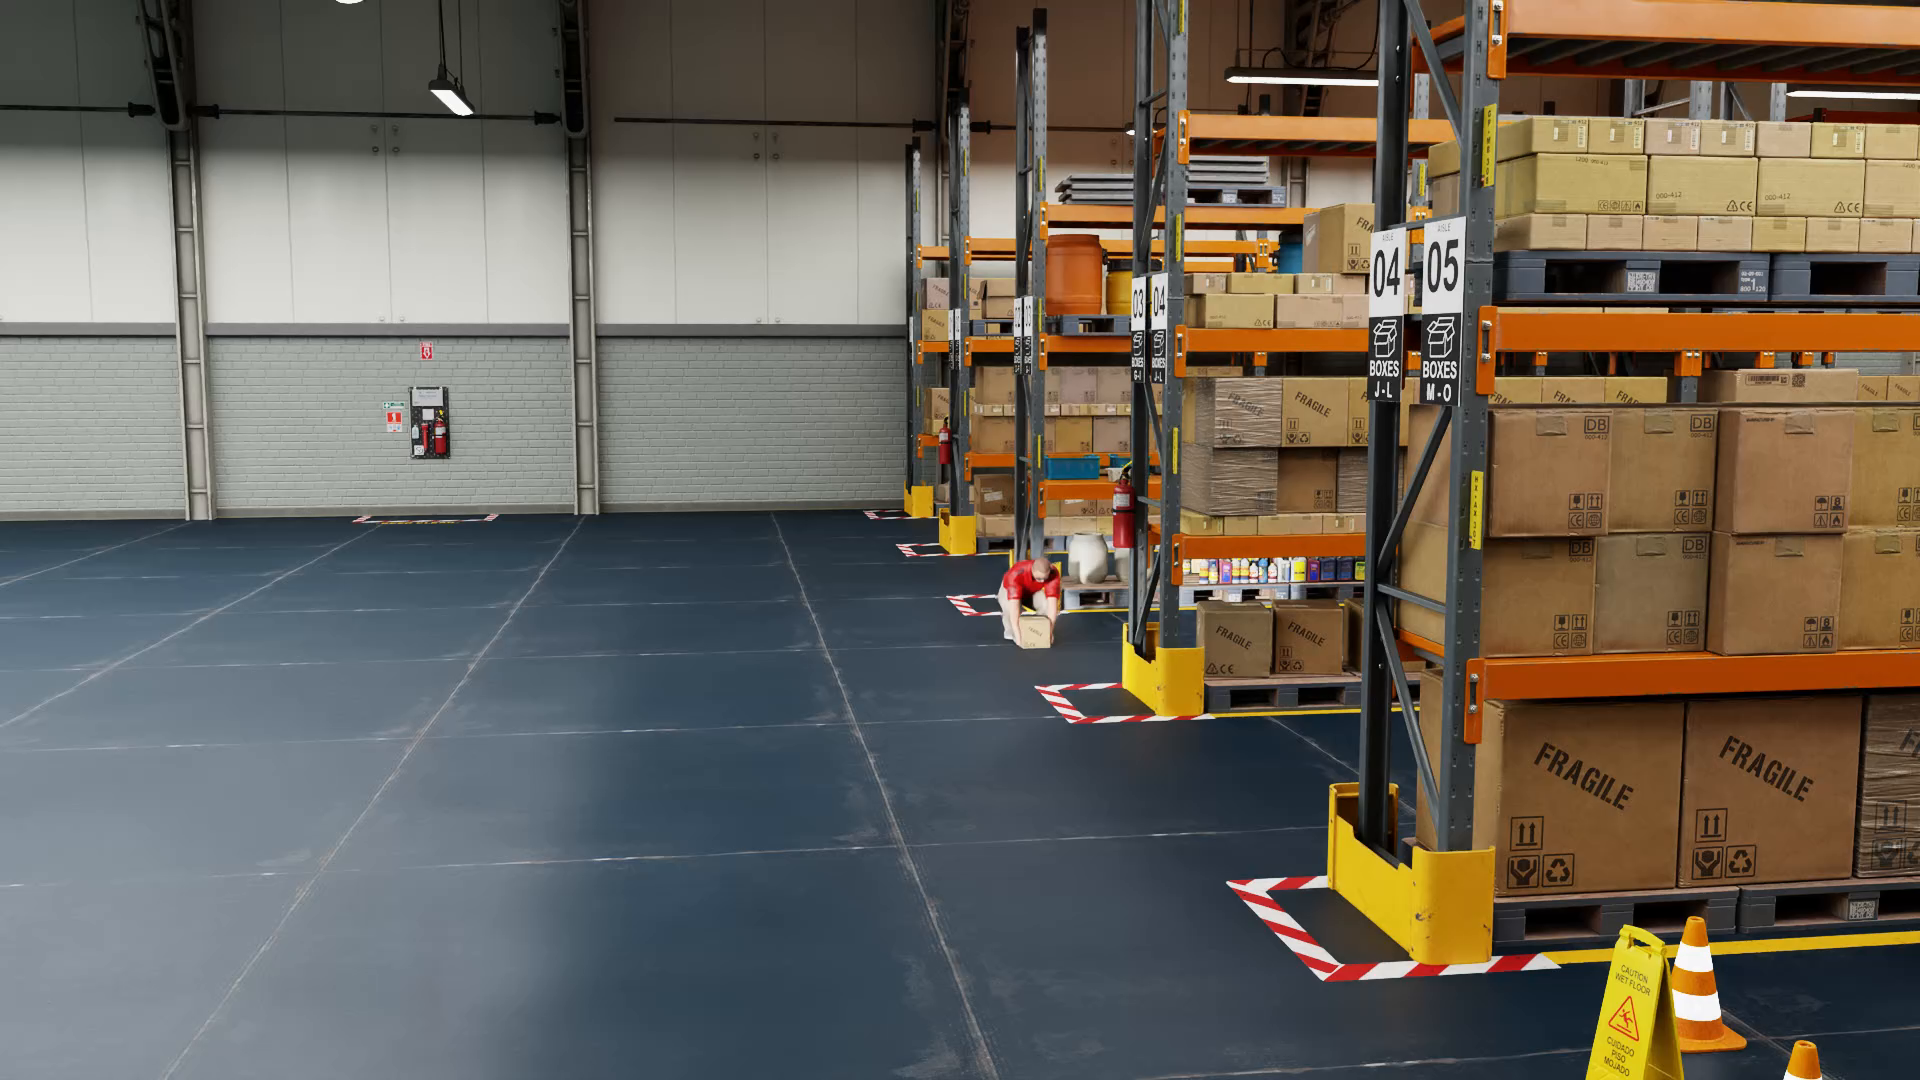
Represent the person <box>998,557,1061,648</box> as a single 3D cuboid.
[{"bbox_3d":[0.633,0.538,15.296,0.540,0.857,0.872,-1,7,-9],"label":"person"}]
